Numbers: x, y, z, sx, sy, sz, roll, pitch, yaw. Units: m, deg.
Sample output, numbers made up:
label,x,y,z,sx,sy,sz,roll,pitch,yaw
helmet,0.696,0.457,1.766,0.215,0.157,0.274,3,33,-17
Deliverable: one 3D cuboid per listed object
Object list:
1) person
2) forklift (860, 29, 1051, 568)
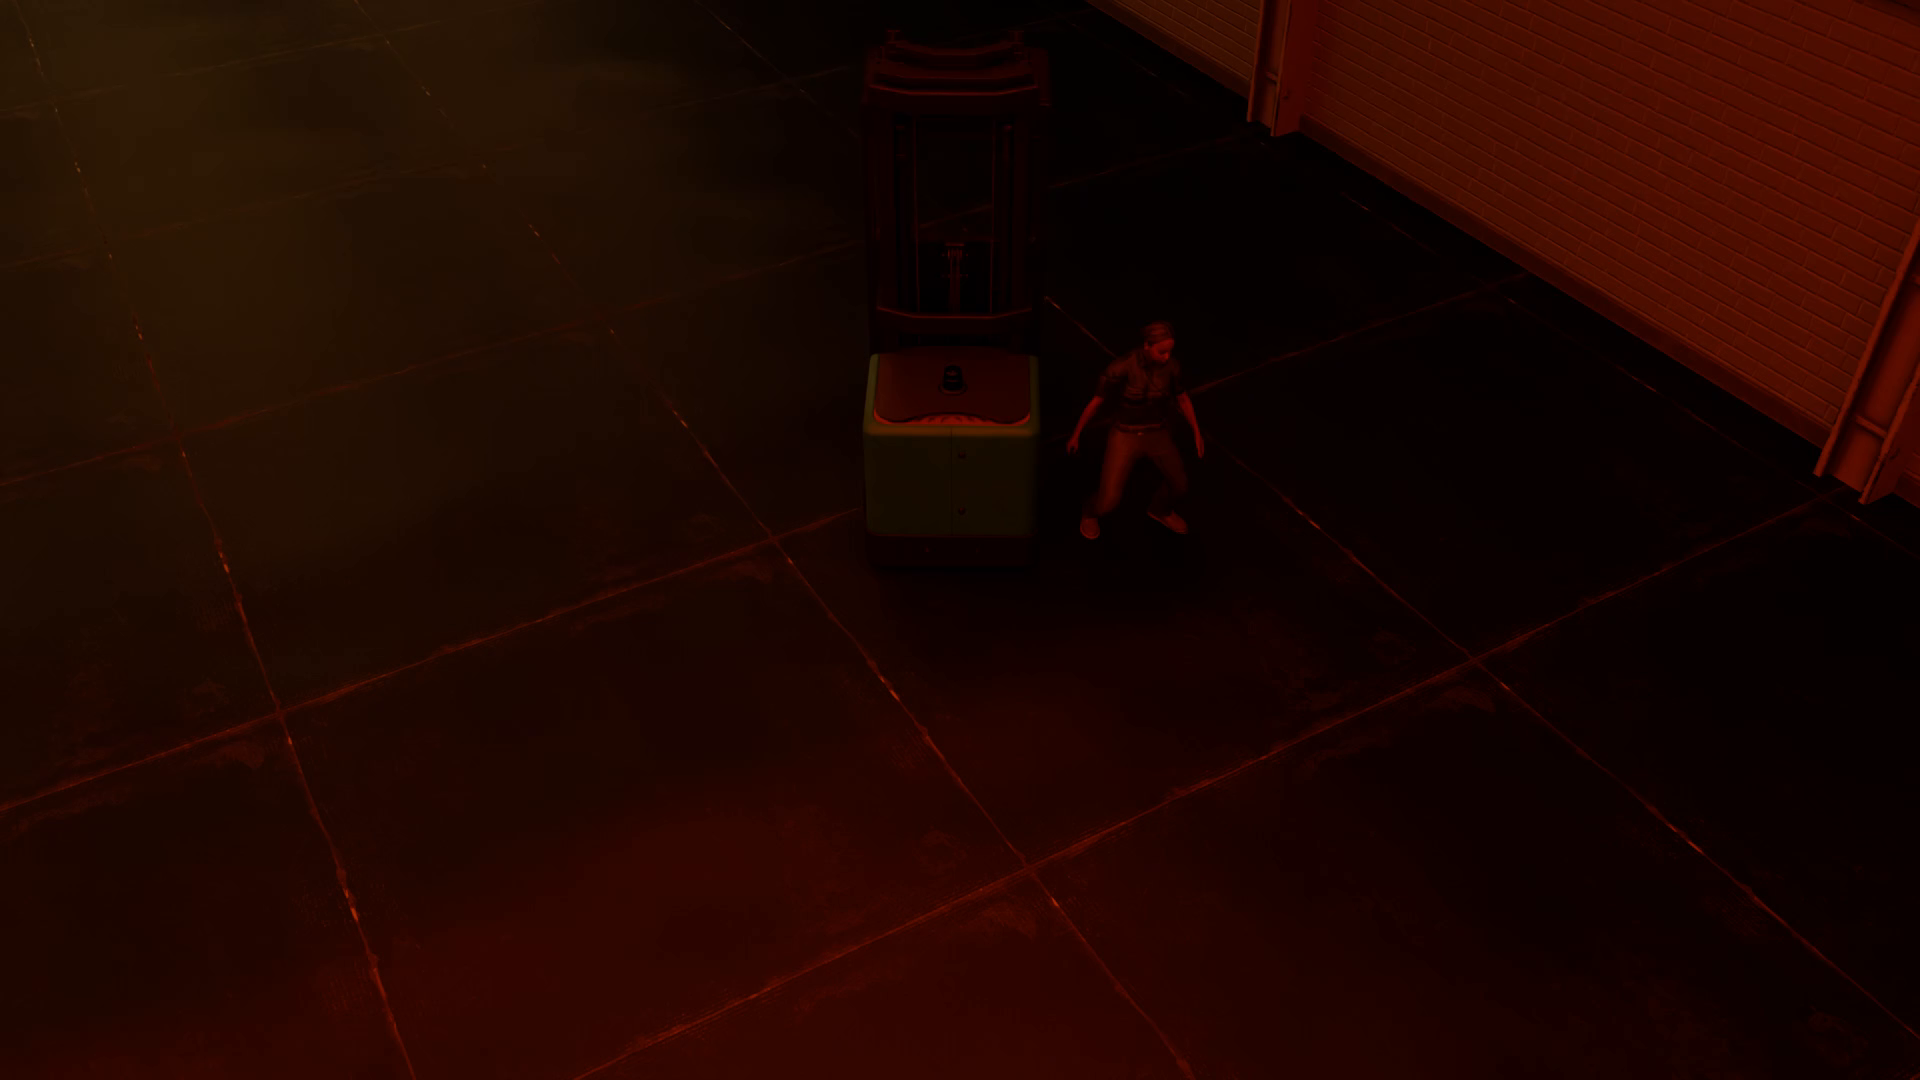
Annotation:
label,x,y,z,sx,sy,sz,roll,pitch,yaw
person,1.049,-0.605,9.853,0.823,1.575,0.470,-8,40,-10
forklift,-0.021,-1.877,10.299,1.130,2.935,3.031,1,40,1
